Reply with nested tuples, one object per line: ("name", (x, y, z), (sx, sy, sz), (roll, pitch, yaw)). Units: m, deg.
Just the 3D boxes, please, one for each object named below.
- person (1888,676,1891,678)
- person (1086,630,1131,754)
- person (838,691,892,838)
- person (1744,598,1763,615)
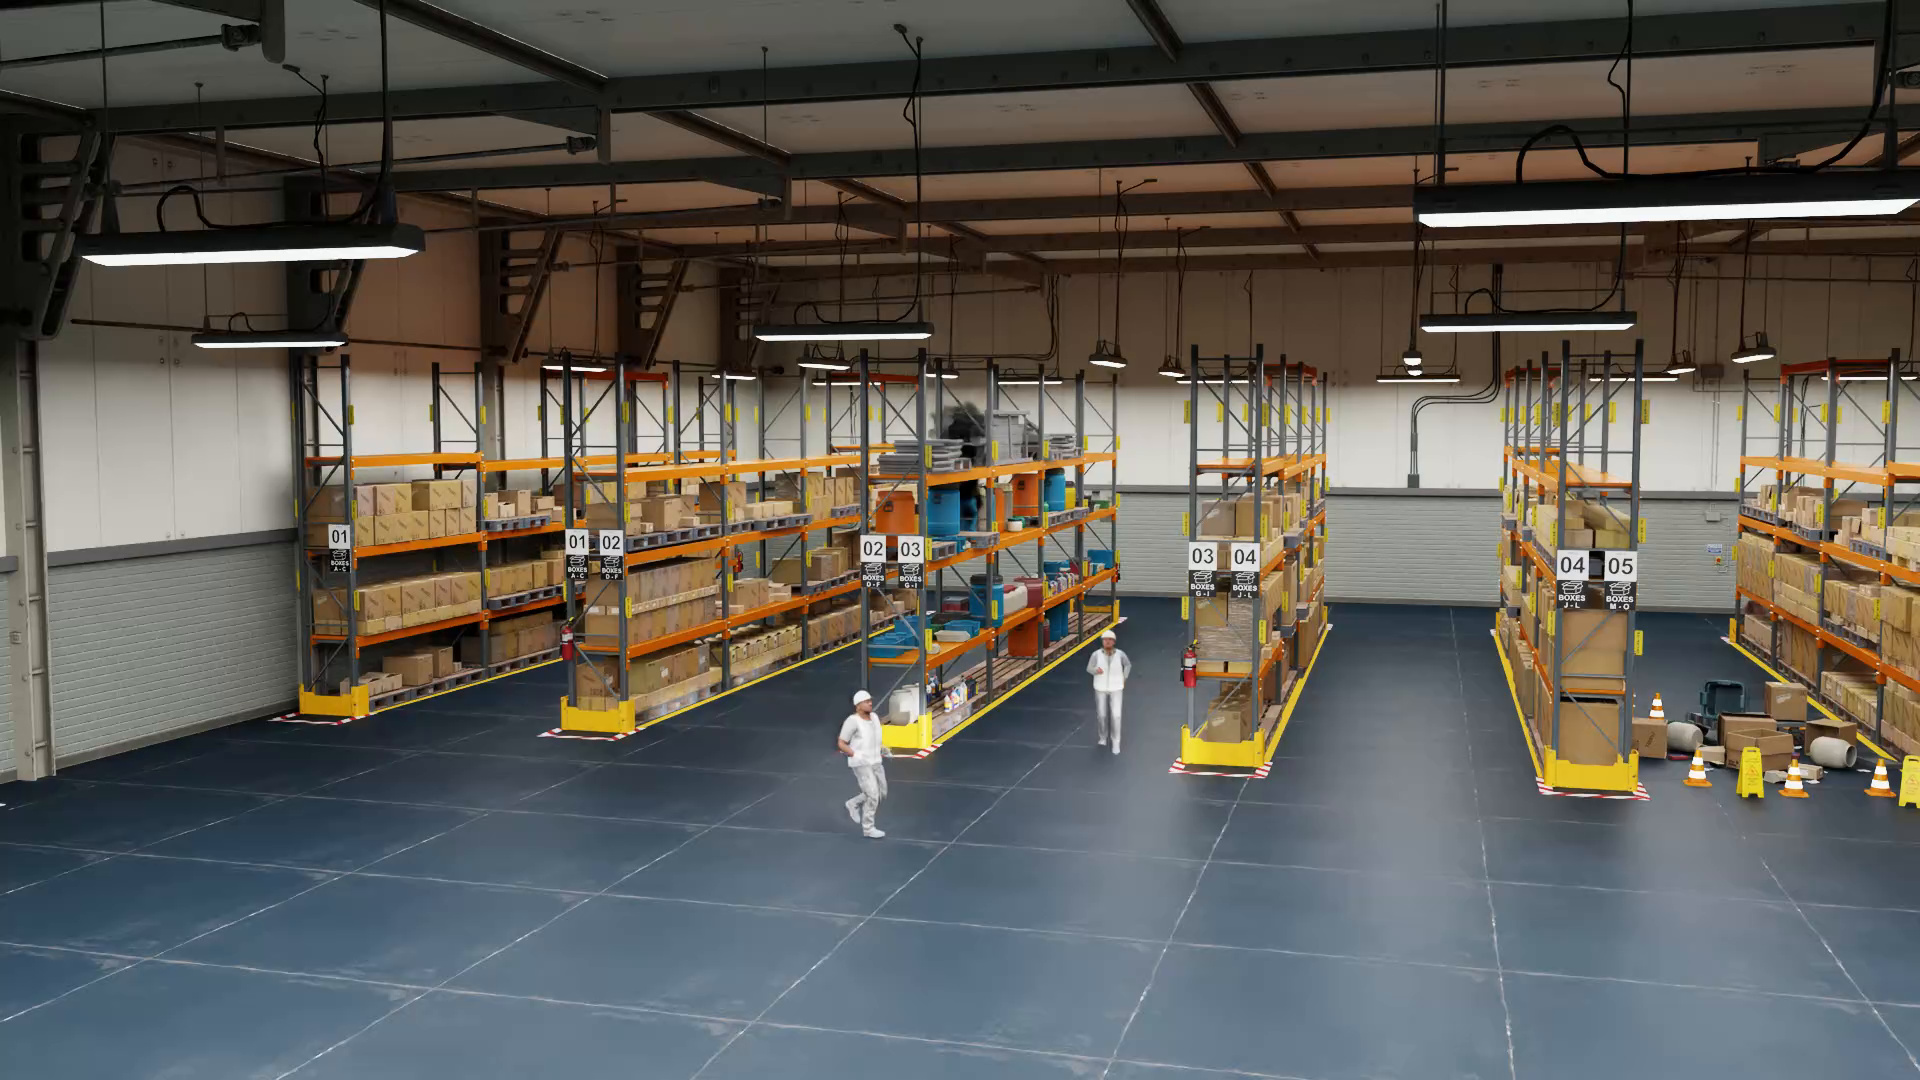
("person", (17.648, 1.807, 31.462), (0.626, 1.665, 0.823), (1, 4, 12))
("person", (2.211, 2.271, 24.808), (0.657, 1.858, 0.677), (1, 4, 9))
("person", (-1.155, 2.653, 19.775), (0.667, 1.735, 0.685), (3, 5, 36))
("person", (18.086, 1.367, 37.677), (0.642, 1.694, 0.612), (3, 5, 33))
